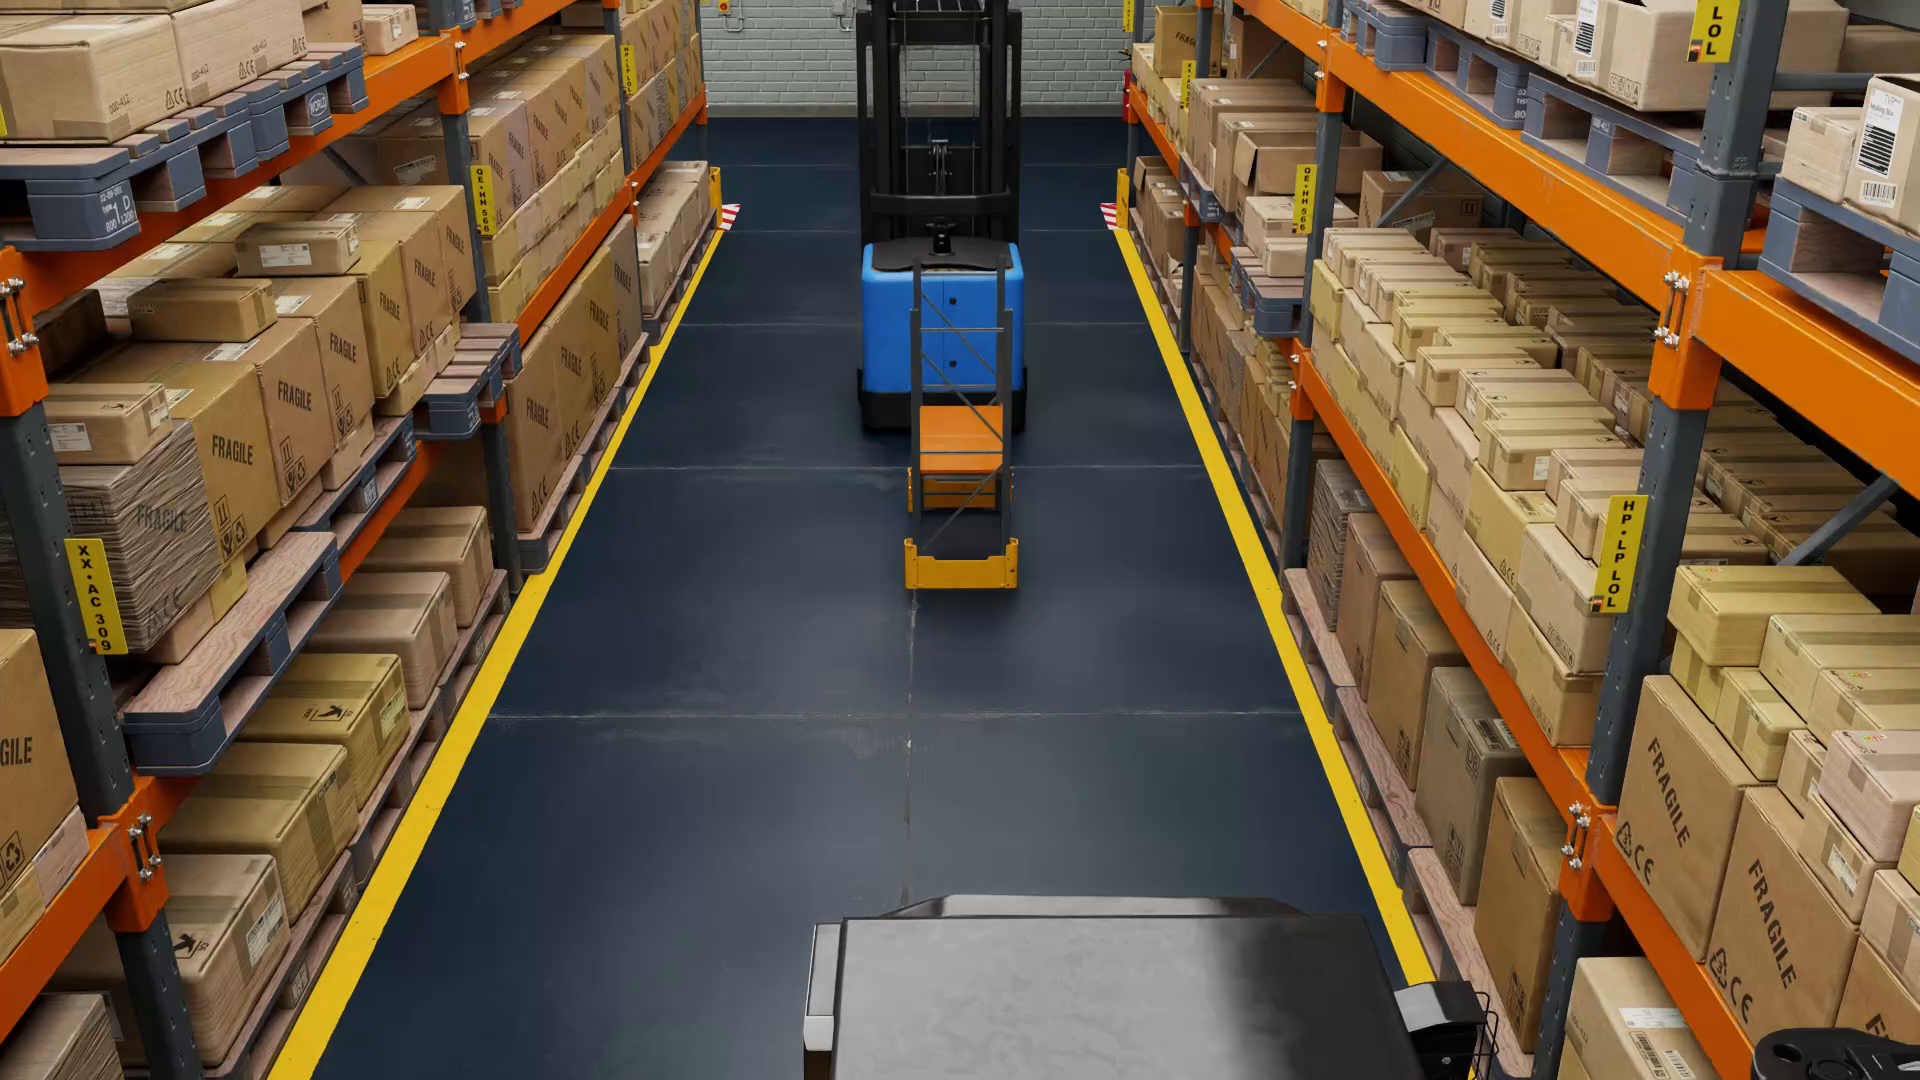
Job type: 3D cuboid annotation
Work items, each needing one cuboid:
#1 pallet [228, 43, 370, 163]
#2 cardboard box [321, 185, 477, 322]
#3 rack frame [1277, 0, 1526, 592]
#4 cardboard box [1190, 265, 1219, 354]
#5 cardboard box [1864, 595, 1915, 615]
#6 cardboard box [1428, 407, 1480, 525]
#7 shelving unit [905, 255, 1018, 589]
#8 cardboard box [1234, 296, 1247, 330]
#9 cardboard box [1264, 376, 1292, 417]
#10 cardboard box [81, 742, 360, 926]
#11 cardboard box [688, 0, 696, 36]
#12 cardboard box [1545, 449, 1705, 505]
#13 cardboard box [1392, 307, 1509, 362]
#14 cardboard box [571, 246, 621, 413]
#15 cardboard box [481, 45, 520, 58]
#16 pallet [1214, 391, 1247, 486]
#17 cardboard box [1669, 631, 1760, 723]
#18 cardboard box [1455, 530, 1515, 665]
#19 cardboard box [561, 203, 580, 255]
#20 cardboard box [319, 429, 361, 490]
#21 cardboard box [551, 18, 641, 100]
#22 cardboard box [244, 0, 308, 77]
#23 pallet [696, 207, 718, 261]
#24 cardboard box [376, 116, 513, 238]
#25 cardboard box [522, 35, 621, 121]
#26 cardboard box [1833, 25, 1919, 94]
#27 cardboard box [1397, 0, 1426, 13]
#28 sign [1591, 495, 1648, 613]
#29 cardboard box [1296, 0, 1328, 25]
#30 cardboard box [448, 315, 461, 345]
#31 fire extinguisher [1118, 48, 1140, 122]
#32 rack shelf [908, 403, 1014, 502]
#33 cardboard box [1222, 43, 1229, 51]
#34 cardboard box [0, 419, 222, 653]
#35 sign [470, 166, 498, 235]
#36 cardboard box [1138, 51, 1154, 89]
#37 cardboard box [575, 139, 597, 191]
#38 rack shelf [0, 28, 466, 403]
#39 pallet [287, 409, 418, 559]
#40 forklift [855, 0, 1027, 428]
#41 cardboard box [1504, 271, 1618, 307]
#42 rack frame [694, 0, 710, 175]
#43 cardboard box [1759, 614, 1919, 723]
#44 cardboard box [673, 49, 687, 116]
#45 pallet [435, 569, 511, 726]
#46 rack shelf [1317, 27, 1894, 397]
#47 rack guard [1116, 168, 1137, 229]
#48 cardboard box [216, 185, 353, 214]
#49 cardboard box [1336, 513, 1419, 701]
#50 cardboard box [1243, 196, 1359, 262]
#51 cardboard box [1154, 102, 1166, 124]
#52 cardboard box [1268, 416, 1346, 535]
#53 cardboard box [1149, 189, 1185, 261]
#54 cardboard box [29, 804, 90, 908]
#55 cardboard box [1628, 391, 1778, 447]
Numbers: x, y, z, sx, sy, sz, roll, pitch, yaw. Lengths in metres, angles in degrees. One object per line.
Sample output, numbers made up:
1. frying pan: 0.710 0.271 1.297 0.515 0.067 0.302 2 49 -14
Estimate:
1. pallet: -2.660 -1.417 5.331 1.213 0.211 1.003 0 24 -1
2. cardboard box: -2.506 -1.288 7.466 0.500 0.500 0.500 -1 24 -2
3. rack frame: 2.174 -1.126 8.099 1.000 3.000 0.127 0 24 -1
4. cardboard box: 1.911 -1.626 11.729 0.500 0.500 0.500 1 24 2
5. cardboard box: 2.469 0.153 4.847 0.500 0.250 0.500 -1 24 -1
6. cardboard box: 1.944 -0.261 5.762 0.500 0.250 0.500 0 24 0
7. shelving unit: 0.001 -0.652 8.871 0.587 1.500 1.083 0 24 -1
8. cardboard box: 1.945 -1.435 10.520 0.380 0.149 0.250 1 24 1
9. cardboard box: 1.882 -0.788 9.090 0.380 0.149 0.250 -1 24 -3
10. cardboard box: -2.765 1.040 5.990 0.950 0.372 0.625 1 24 3
11. cardboard box: -2.633 -4.702 14.672 0.500 0.500 0.500 1 24 1
12. cardboard box: 2.021 -0.166 5.068 0.380 0.149 0.250 0 24 -1
13. cardboard box: 1.908 -0.802 6.476 0.380 0.149 0.250 0 24 1
14. cardboard box: -2.728 -1.346 10.655 0.875 0.875 0.875 0 24 1
15. cardboard box: -3.082 -2.859 10.597 0.500 0.500 0.500 0 24 -1
16. pallet: 2.193 -0.664 10.463 1.003 0.211 1.213 0 24 -1
17. cardboard box: 1.958 0.314 4.007 0.380 0.149 0.250 -1 24 -1
18. cardboard box: 1.940 0.177 5.400 0.500 0.250 0.500 0 24 -1
19. cardboard box: -2.575 -1.867 9.921 0.500 0.250 0.500 0 24 -1
20. cardboard box: -2.422 -0.297 6.062 0.380 0.149 0.250 1 24 1
21. cardboard box: -2.596 -3.449 11.900 0.500 0.500 0.500 0 24 0
22. cardboard box: -2.385 -1.602 5.185 0.500 0.250 0.500 -1 24 -1
23. pallet: -2.789 -2.799 15.182 1.003 0.211 1.213 0 24 -1
24. cardboard box: -2.550 -1.807 8.271 0.500 0.500 0.500 -1 24 -2
25. cardboard box: -2.577 -3.068 11.059 0.500 0.500 0.500 1 24 1
26. cardboard box: 2.405 -1.317 4.556 0.380 0.149 0.250 0 24 -1
27. cardboard box: 2.044 -2.268 6.232 0.700 0.500 0.500 -1 24 -2
28. sign: 1.675 0.037 4.218 0.100 0.325 0.005 0 24 -1
29. cardboard box: 1.926 -2.635 7.977 0.500 0.250 0.500 -1 24 -2
30. cardboard box: -2.475 -0.935 7.472 0.380 0.149 0.250 0 24 0
31. fire extinguisher: 1.623 -4.276 15.610 0.296 0.674 0.183 0 24 -1
32. rack shelf: 0.001 -0.484 8.937 0.538 0.185 1.000 0 24 -1
33. cardboard box: 2.357 -4.301 14.941 0.500 0.250 0.500 0 24 1
34. cardboard box: -2.464 -0.021 4.663 0.500 0.500 0.500 0 24 1
35. sign: -2.247 -1.600 7.838 0.100 0.325 0.005 0 24 -1
36. cardboard box: 1.828 -4.094 14.482 0.500 0.250 0.500 0 24 0
37. cardboard box: -2.560 -2.310 10.292 0.500 0.250 0.500 0 24 1
38. rack shelf: -2.767 -1.317 5.754 1.077 0.370 4.000 0 24 -1
39. pallet: -2.727 -0.199 6.283 1.003 0.211 1.213 0 24 -1
40. forklift: -0.147 -2.616 11.478 1.130 2.935 3.031 -1 24 -2
41. cardboard box: 2.509 -1.019 6.954 0.380 0.149 0.250 -1 24 -2
42. rack frame: -2.876 -4.398 15.335 1.000 3.000 0.127 0 24 -1
43. cardboard box: 2.035 0.286 3.708 0.380 0.149 0.250 0 24 0
44. cardboard box: -2.601 -3.828 13.952 0.500 0.500 0.500 0 24 1
45. pallet: -2.782 0.491 7.909 1.003 0.211 1.213 0 24 -1
46. rack shelf: 2.196 -1.341 5.807 1.077 0.370 4.000 0 24 -1
47. rack guard: 2.088 -3.252 15.834 1.175 0.500 0.348 0 24 -1
48. cardboard box: -3.016 -1.288 7.466 0.500 0.500 0.500 -1 24 -2
49. cardboard box: 2.182 0.291 7.338 0.875 0.625 0.625 1 24 1
50. cardboard box: 1.839 -1.682 9.001 0.500 0.250 0.500 -1 24 -3
51. cardboard box: 1.804 -3.532 13.723 0.380 0.149 0.250 0 24 1
52. cardboard box: 1.955 -0.351 8.911 0.500 0.500 0.500 0 24 1
53. cardboard box: 1.875 -2.651 13.996 0.500 0.500 0.500 0 24 0
54. cardboard box: -2.437 0.792 4.164 0.380 0.149 0.250 -1 24 -1
55. cardboard box: 2.475 -0.386 5.555 0.380 0.149 0.250 0 24 -1
